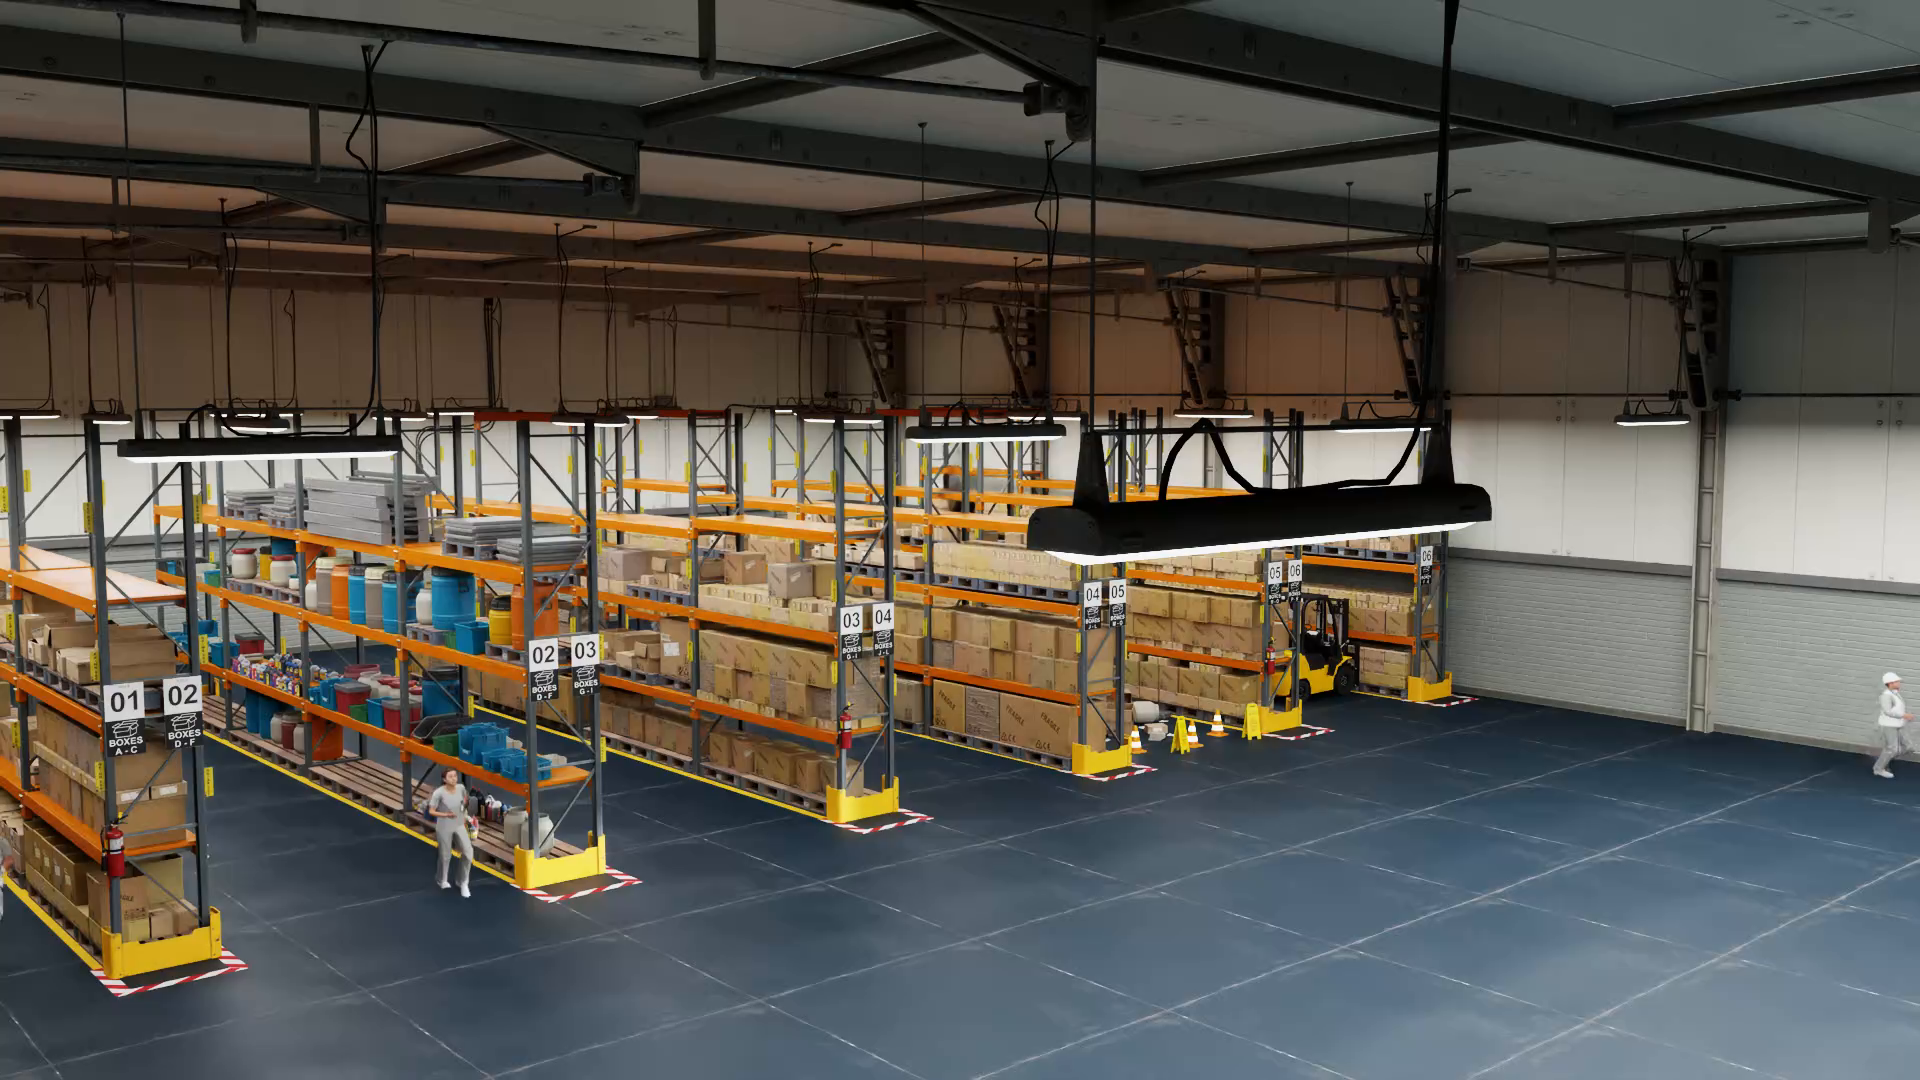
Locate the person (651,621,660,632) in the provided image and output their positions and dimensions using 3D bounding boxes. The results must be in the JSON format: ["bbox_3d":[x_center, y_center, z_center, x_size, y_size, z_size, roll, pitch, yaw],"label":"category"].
[{"bbox_3d":[-7.653,1.784,42.352,0.687,1.659,0.614,-4,7,-42],"label":"person"}]

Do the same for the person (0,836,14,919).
[{"bbox_3d":[-10.672,3.841,18.176,0.690,1.775,0.641,4,6,38],"label":"person"}]

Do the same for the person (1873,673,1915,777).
[{"bbox_3d":[15.425,3.052,27.424,0.645,1.732,0.592,-5,7,-45],"label":"person"}]

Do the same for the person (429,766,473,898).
[{"bbox_3d":[-6.432,3.670,20.985,0.582,1.675,0.765,-4,7,-40],"label":"person"}]
